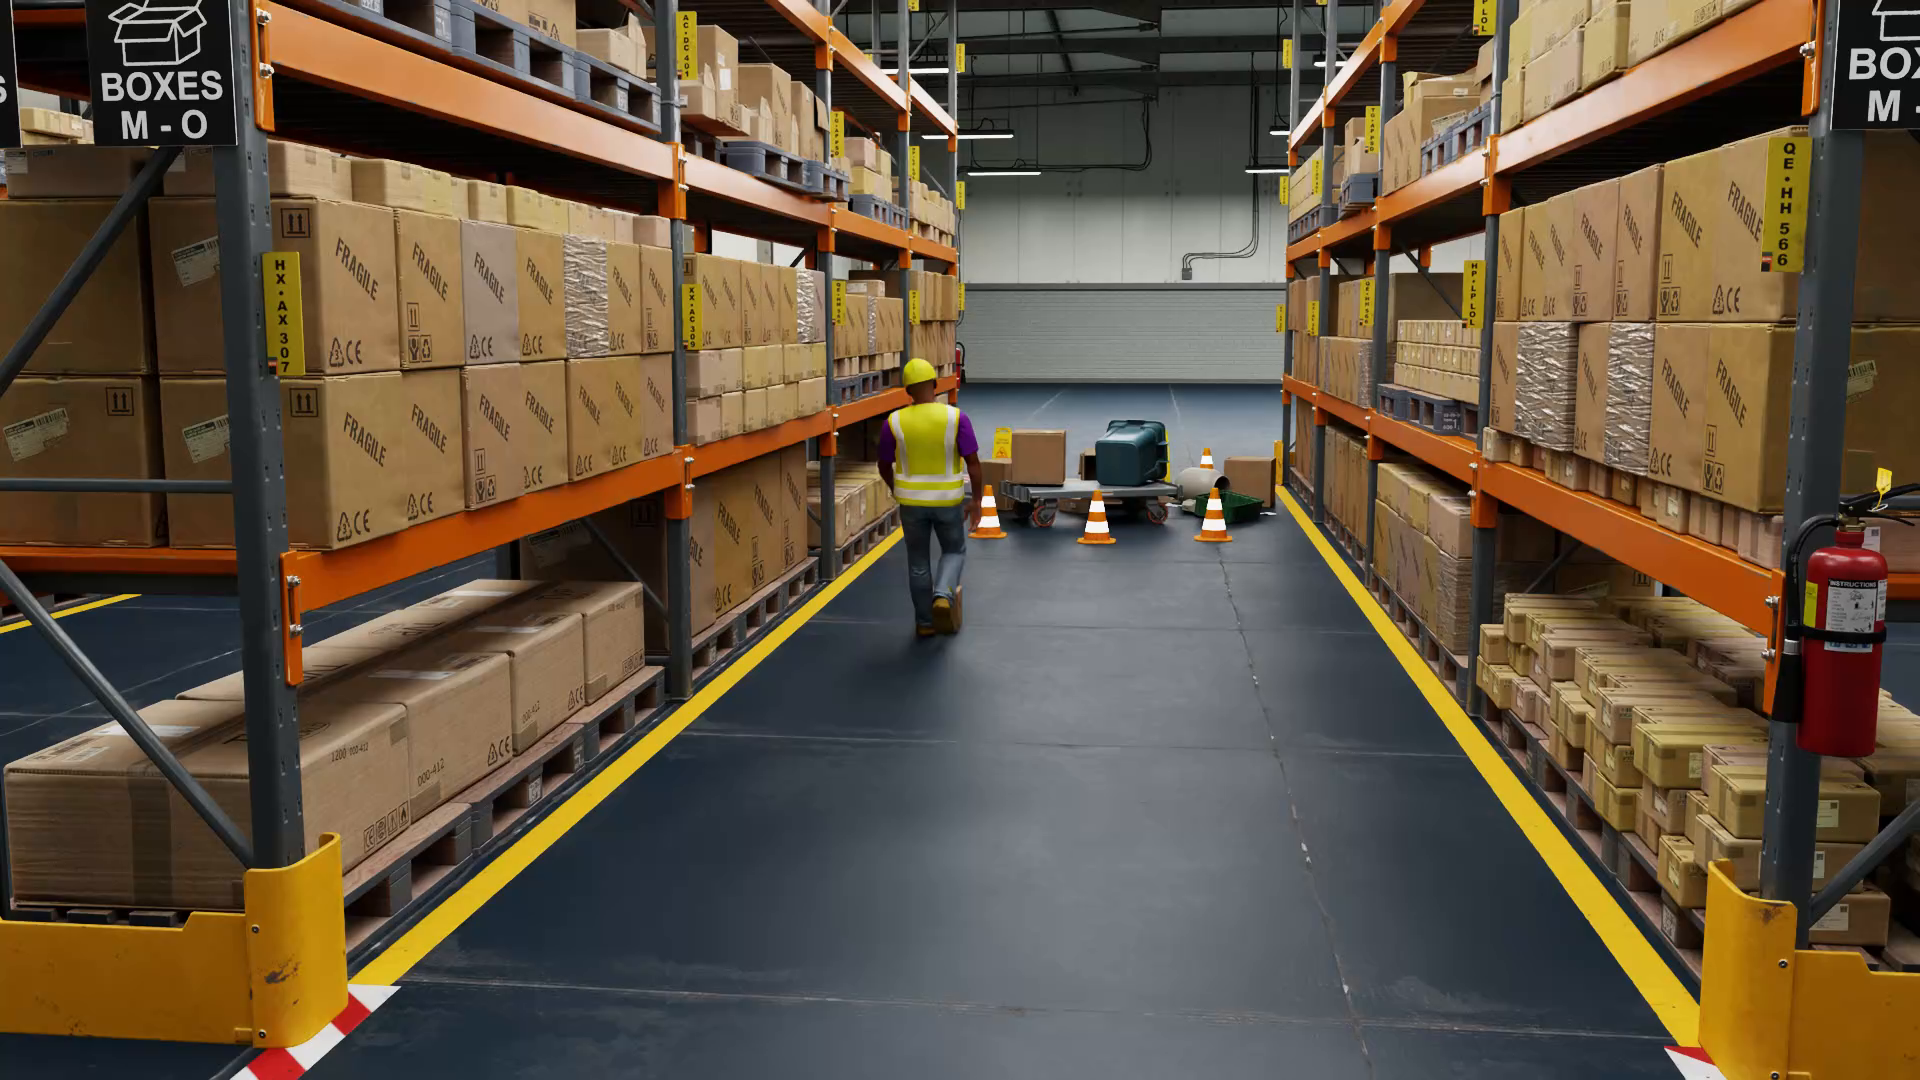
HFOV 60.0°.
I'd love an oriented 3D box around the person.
[{"bbox_3d":[-0.178,-0.250,10.163,0.636,1.722,0.761,0,8,1],"label":"person"}]
